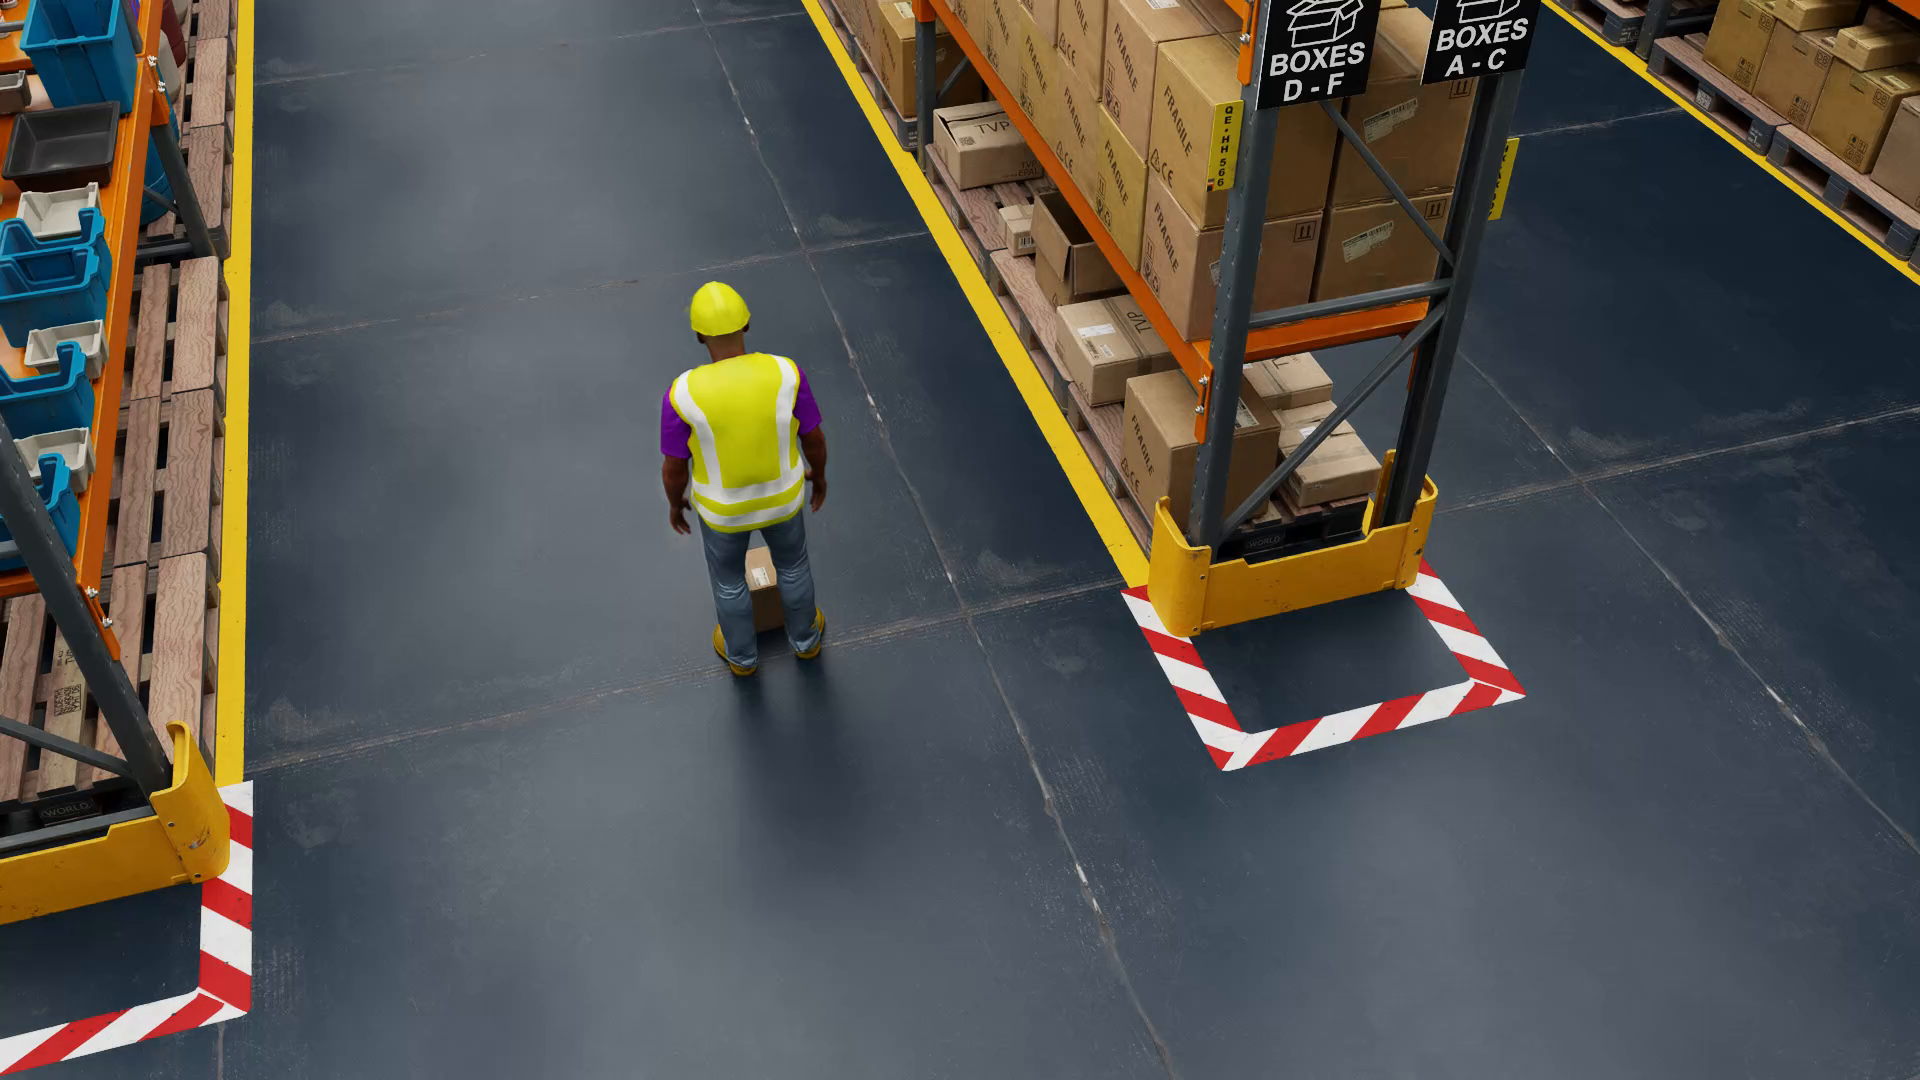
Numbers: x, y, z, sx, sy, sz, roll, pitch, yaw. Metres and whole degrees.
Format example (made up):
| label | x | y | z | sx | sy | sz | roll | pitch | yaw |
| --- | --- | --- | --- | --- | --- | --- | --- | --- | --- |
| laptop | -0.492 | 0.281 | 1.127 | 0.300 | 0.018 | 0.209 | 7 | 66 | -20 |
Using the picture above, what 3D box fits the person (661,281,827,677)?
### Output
| label | x | y | z | sx | sy | sz | roll | pitch | yaw |
| --- | --- | --- | --- | --- | --- | --- | --- | --- | --- |
| person | -0.813 | -0.195 | 6.363 | 0.627 | 1.760 | 0.461 | -12 | 43 | -13 |
